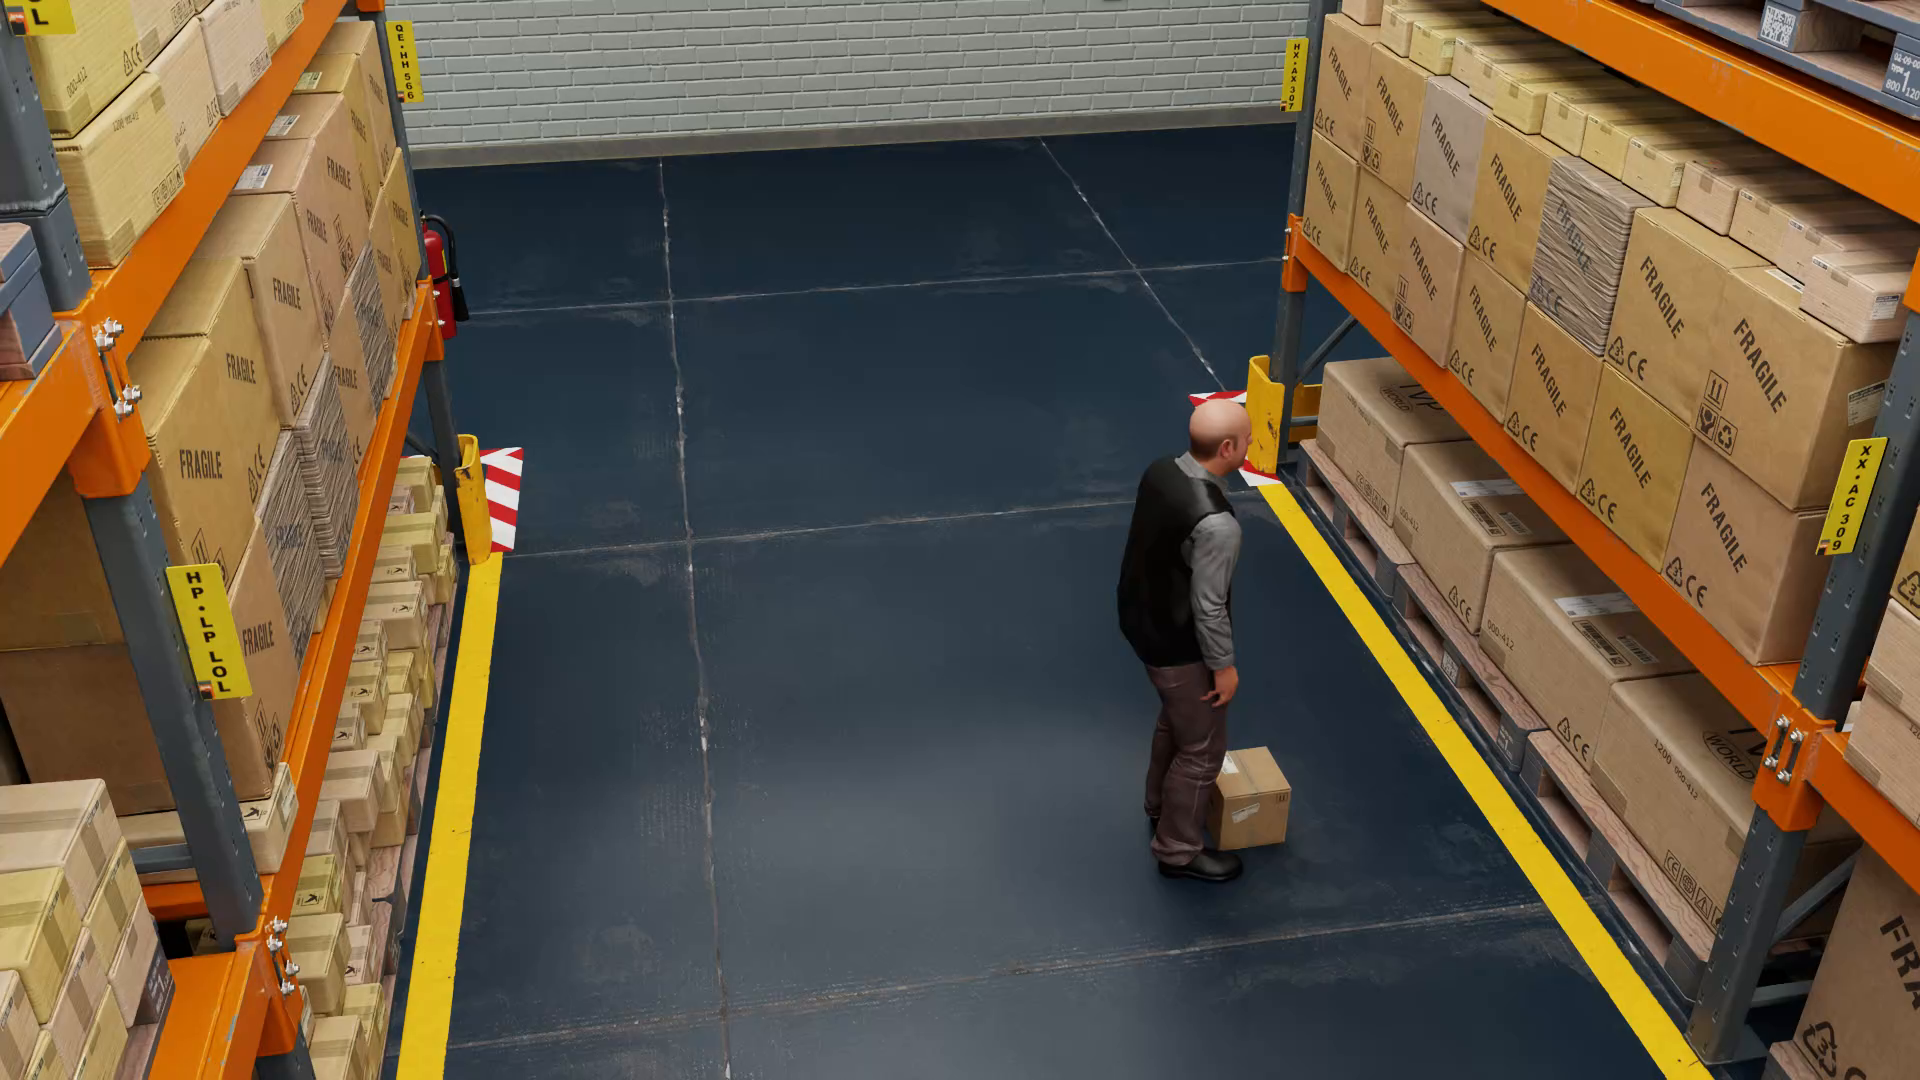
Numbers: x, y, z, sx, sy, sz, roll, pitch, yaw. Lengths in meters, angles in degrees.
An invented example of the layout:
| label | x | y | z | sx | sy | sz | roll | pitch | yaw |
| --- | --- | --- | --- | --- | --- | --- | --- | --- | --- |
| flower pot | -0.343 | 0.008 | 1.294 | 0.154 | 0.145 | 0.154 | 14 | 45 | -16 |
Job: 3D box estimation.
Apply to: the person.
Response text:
| label | x | y | z | sx | sy | sz | roll | pitch | yaw |
| --- | --- | --- | --- | --- | --- | --- | --- | --- | --- |
| person | 0.772 | 0.325 | 5.604 | 0.474 | 1.720 | 0.593 | -7 | 31 | -12 |
